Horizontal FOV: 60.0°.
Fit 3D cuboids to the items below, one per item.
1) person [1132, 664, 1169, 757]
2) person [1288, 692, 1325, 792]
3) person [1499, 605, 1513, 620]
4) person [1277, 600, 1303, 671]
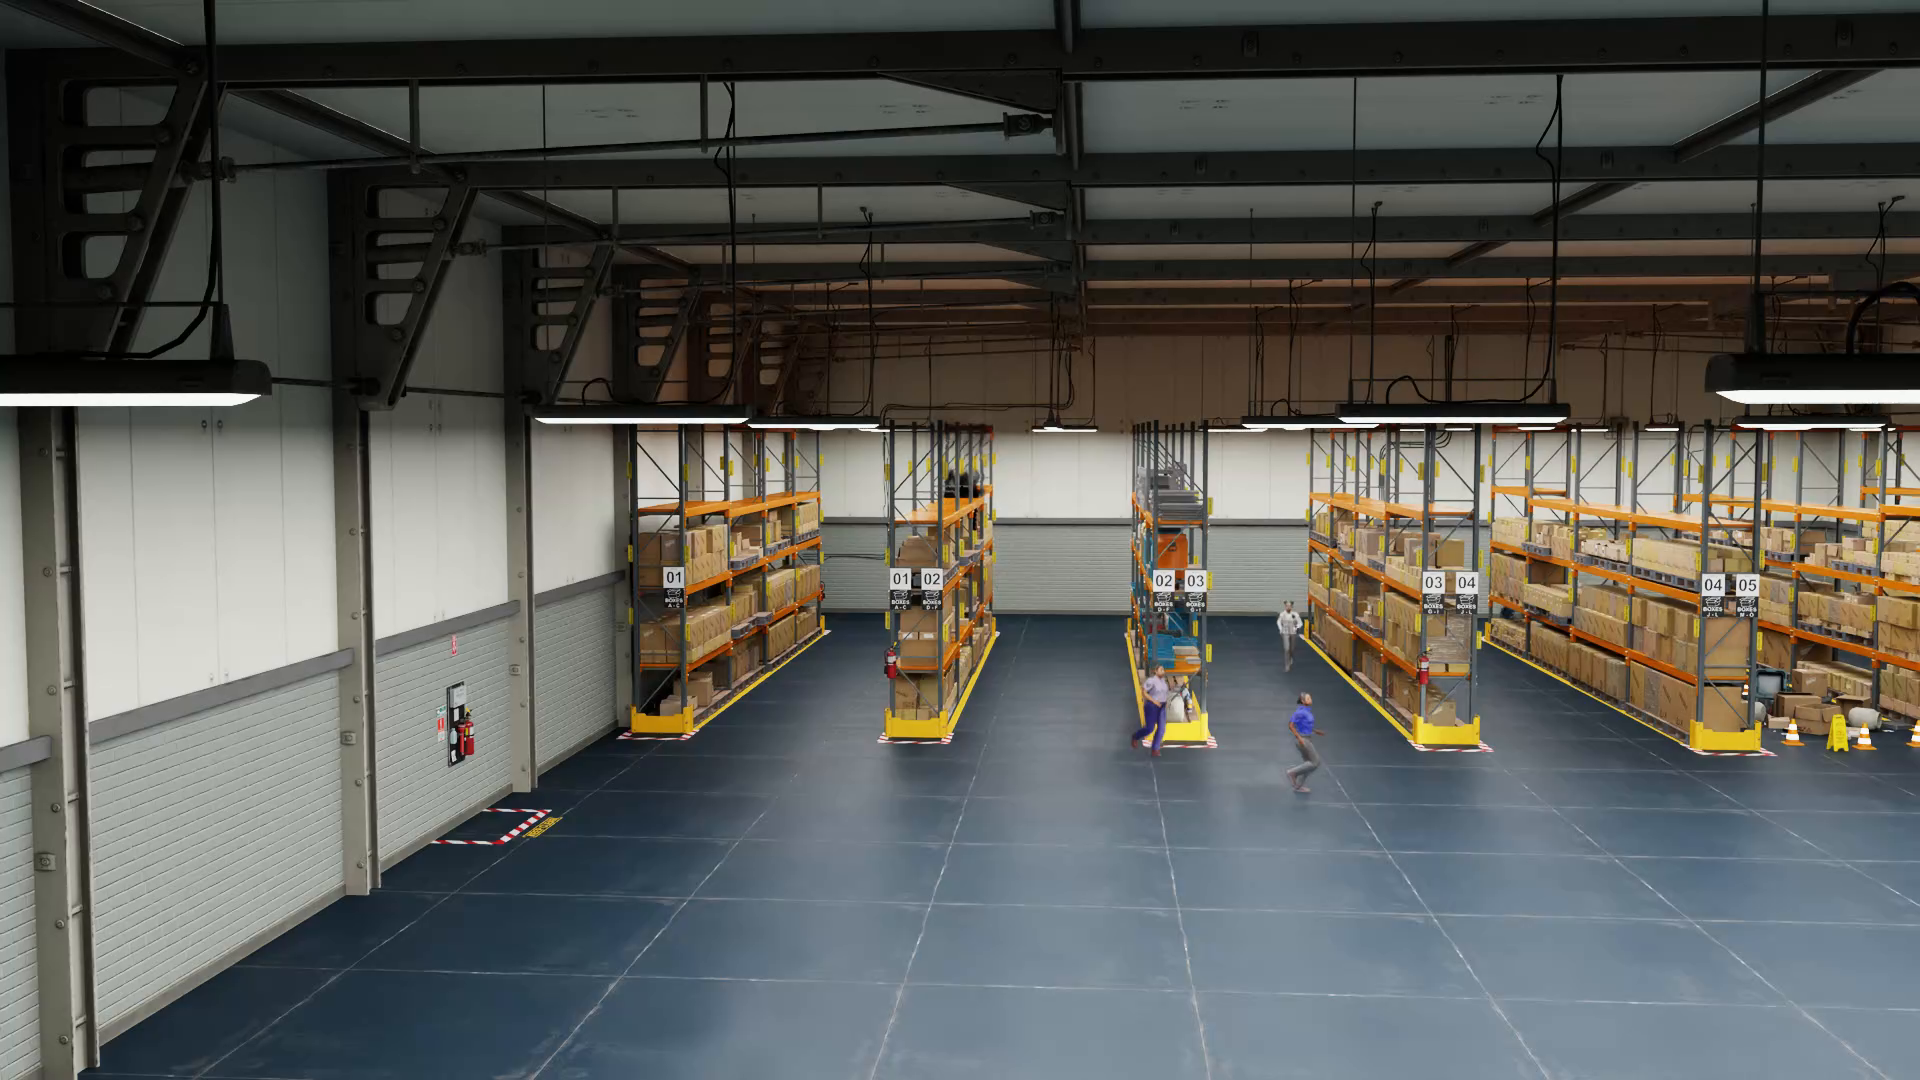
[{"bbox_3d":[3.484,3.037,29.958,0.648,1.625,0.733,-3,5,-42],"label":"person"},{"bbox_3d":[5.546,3.236,26.583,0.552,1.614,0.571,2,4,23],"label":"person"},{"bbox_3d":[15.649,1.958,47.370,0.549,1.557,0.538,-1,4,-16],"label":"person"},{"bbox_3d":[8.029,2.303,40.481,0.608,1.705,0.833,1,4,12],"label":"person"}]
